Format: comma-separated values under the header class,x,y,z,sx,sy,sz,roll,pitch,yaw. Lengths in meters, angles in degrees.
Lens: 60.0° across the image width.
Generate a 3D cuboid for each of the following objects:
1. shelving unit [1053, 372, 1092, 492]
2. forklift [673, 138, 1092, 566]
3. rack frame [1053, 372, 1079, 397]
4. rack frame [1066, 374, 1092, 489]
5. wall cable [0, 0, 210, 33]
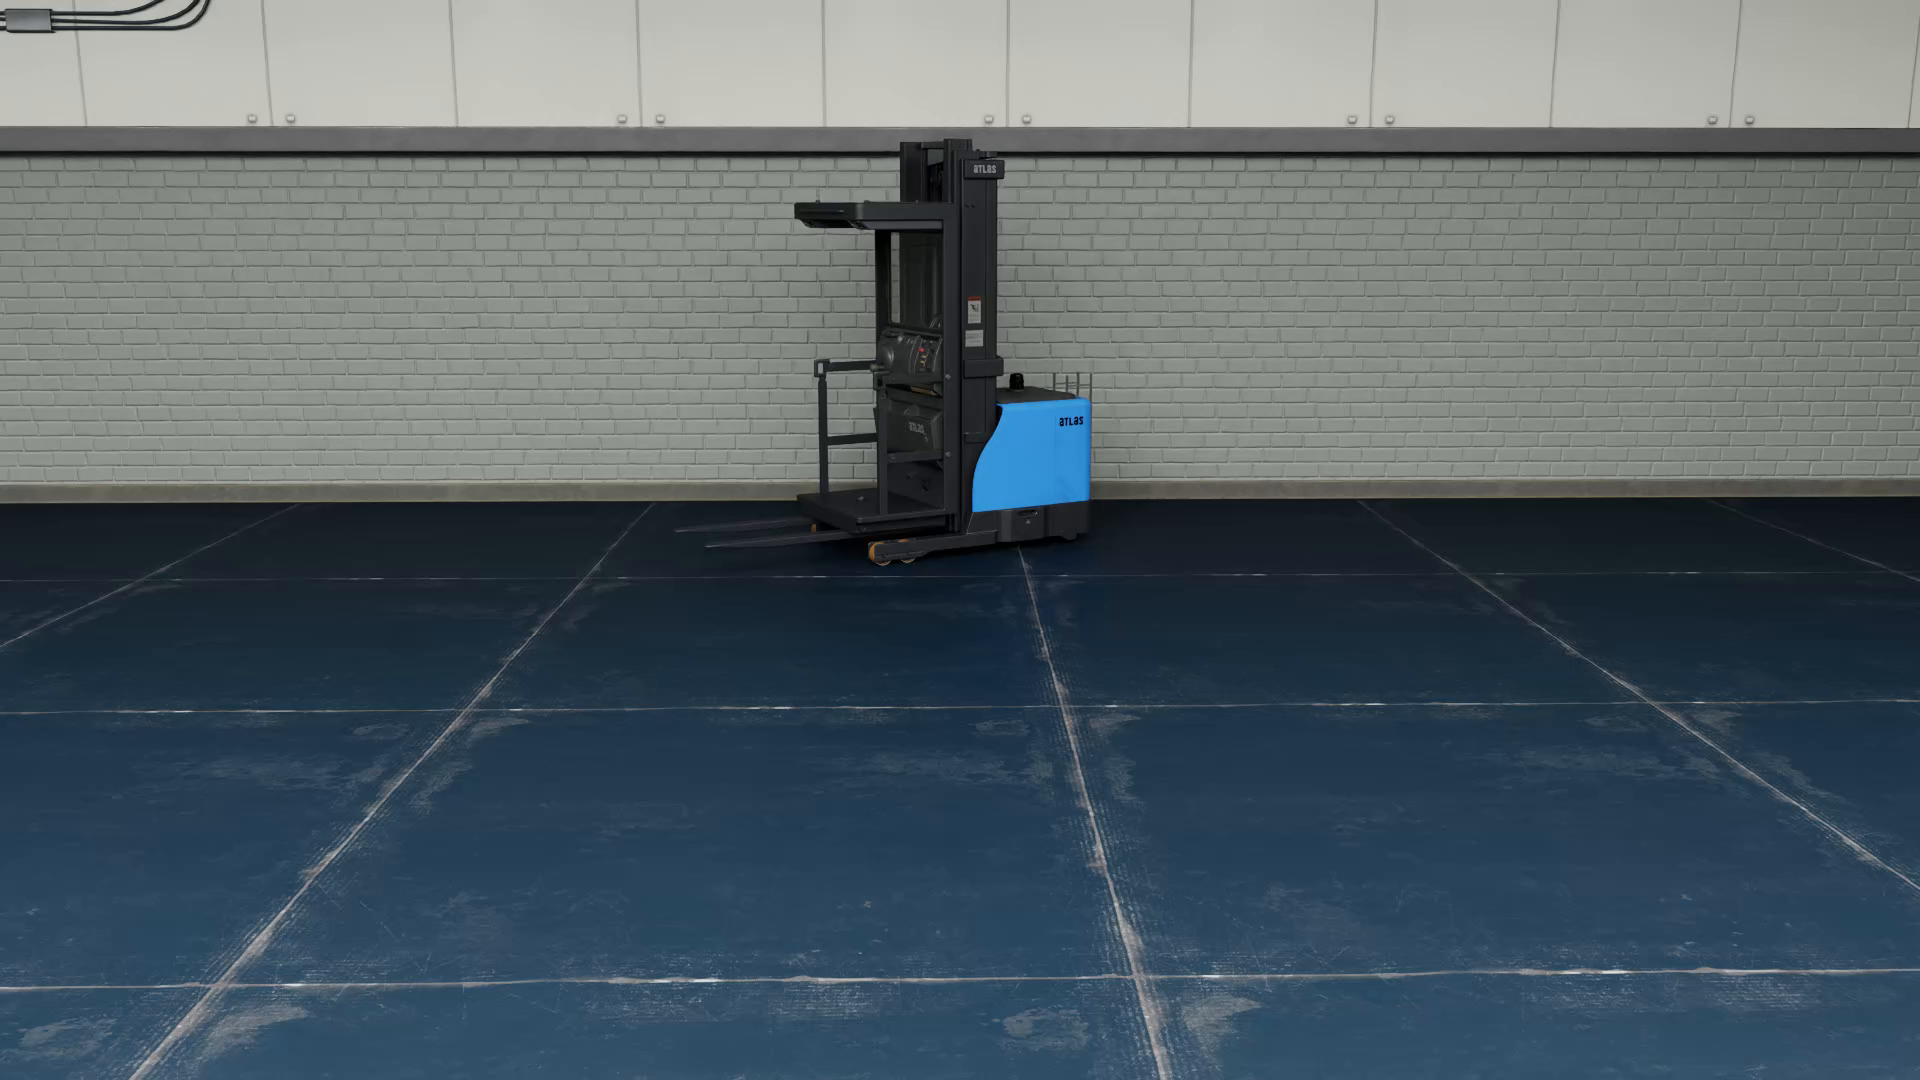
class,x,y,z,sx,sy,sz,roll,pitch,yaw
shelving unit,0.872,-0.700,12.991,0.258,1.200,0.189,-6,13,-28
forklift,-0.549,-1.376,11.969,3.031,2.935,1.130,-6,13,-28
rack frame,0.827,-0.716,13.069,0.240,1.200,0.006,-6,13,-28
rack frame,0.916,-0.684,12.912,0.240,1.200,0.006,-6,13,-28
wall cable,-7.104,-6.383,12.837,2.305,6.003,0.169,0,11,-1
